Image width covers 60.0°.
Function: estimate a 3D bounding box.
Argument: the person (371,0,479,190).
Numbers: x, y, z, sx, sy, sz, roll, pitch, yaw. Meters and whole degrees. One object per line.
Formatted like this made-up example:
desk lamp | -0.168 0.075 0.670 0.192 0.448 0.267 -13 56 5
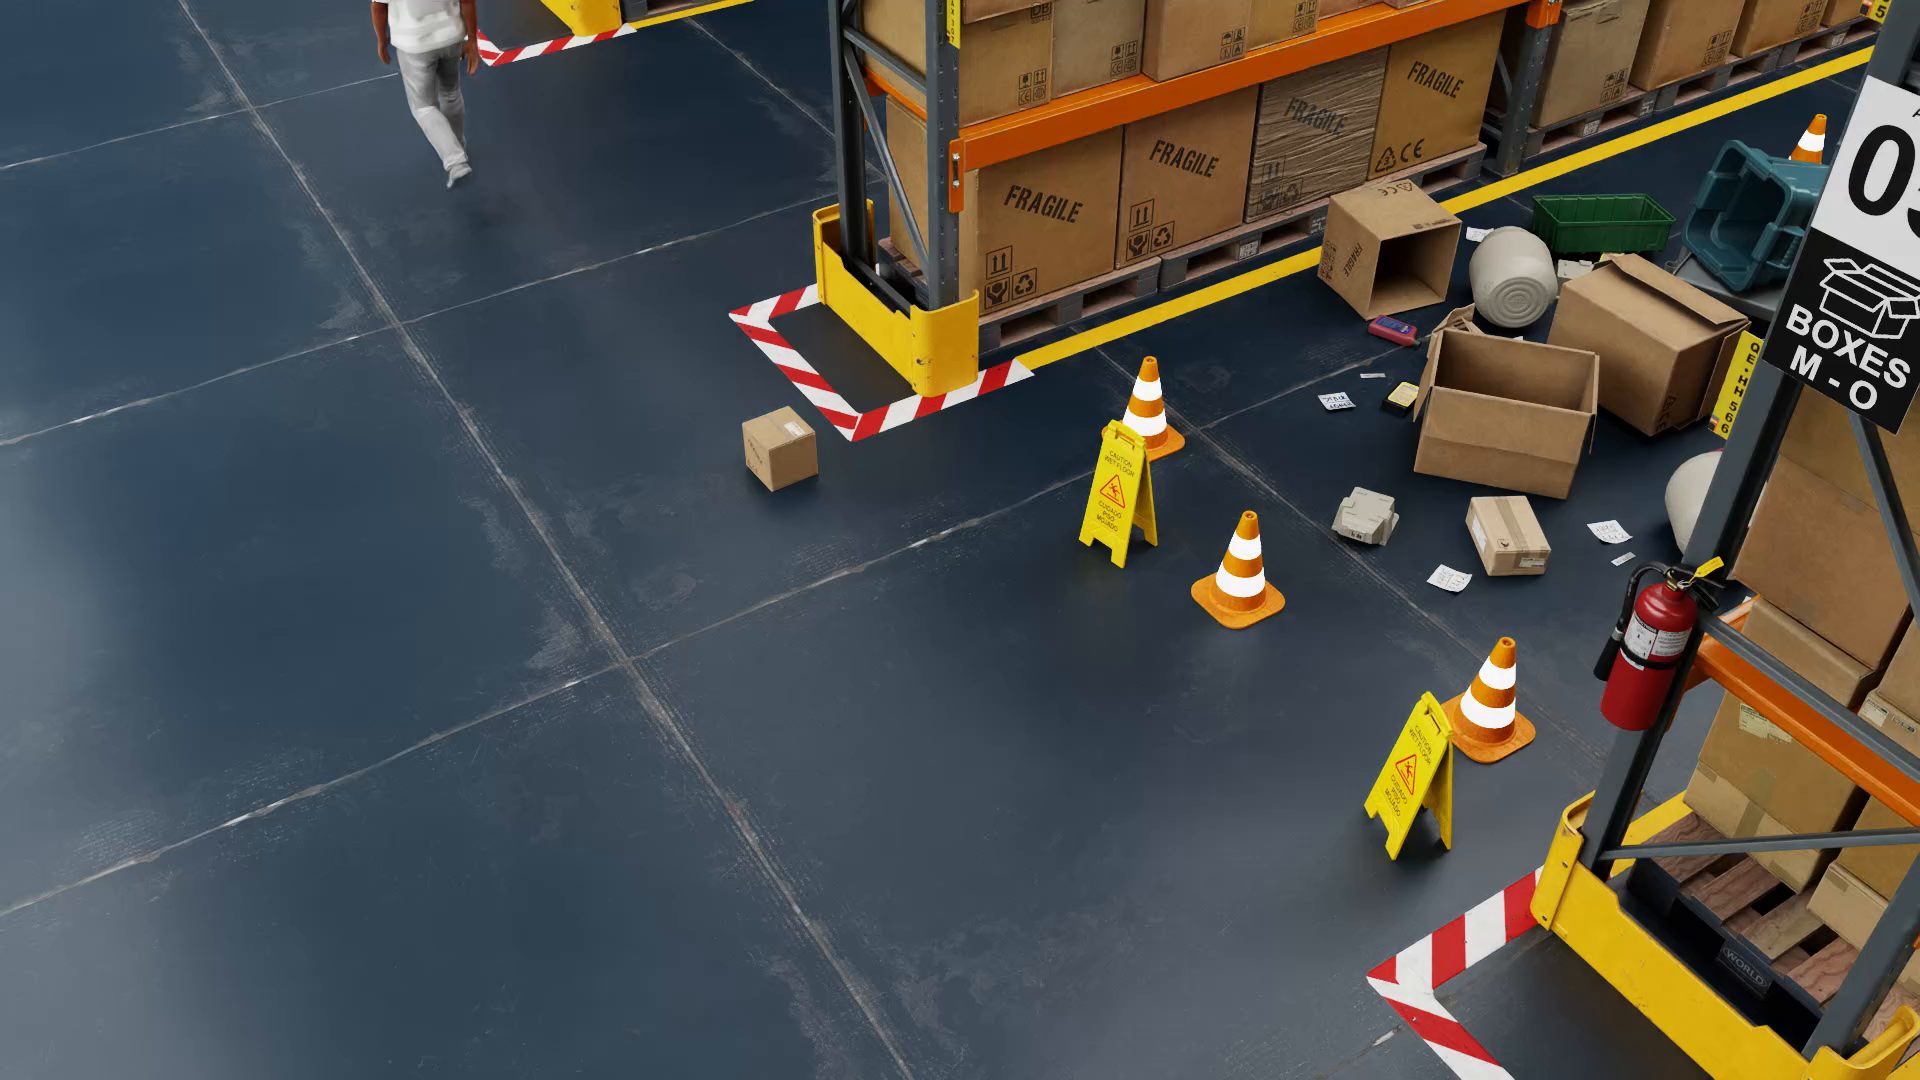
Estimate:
person | -3.016 -2.849 9.465 0.553 1.740 0.894 -24 46 -26
